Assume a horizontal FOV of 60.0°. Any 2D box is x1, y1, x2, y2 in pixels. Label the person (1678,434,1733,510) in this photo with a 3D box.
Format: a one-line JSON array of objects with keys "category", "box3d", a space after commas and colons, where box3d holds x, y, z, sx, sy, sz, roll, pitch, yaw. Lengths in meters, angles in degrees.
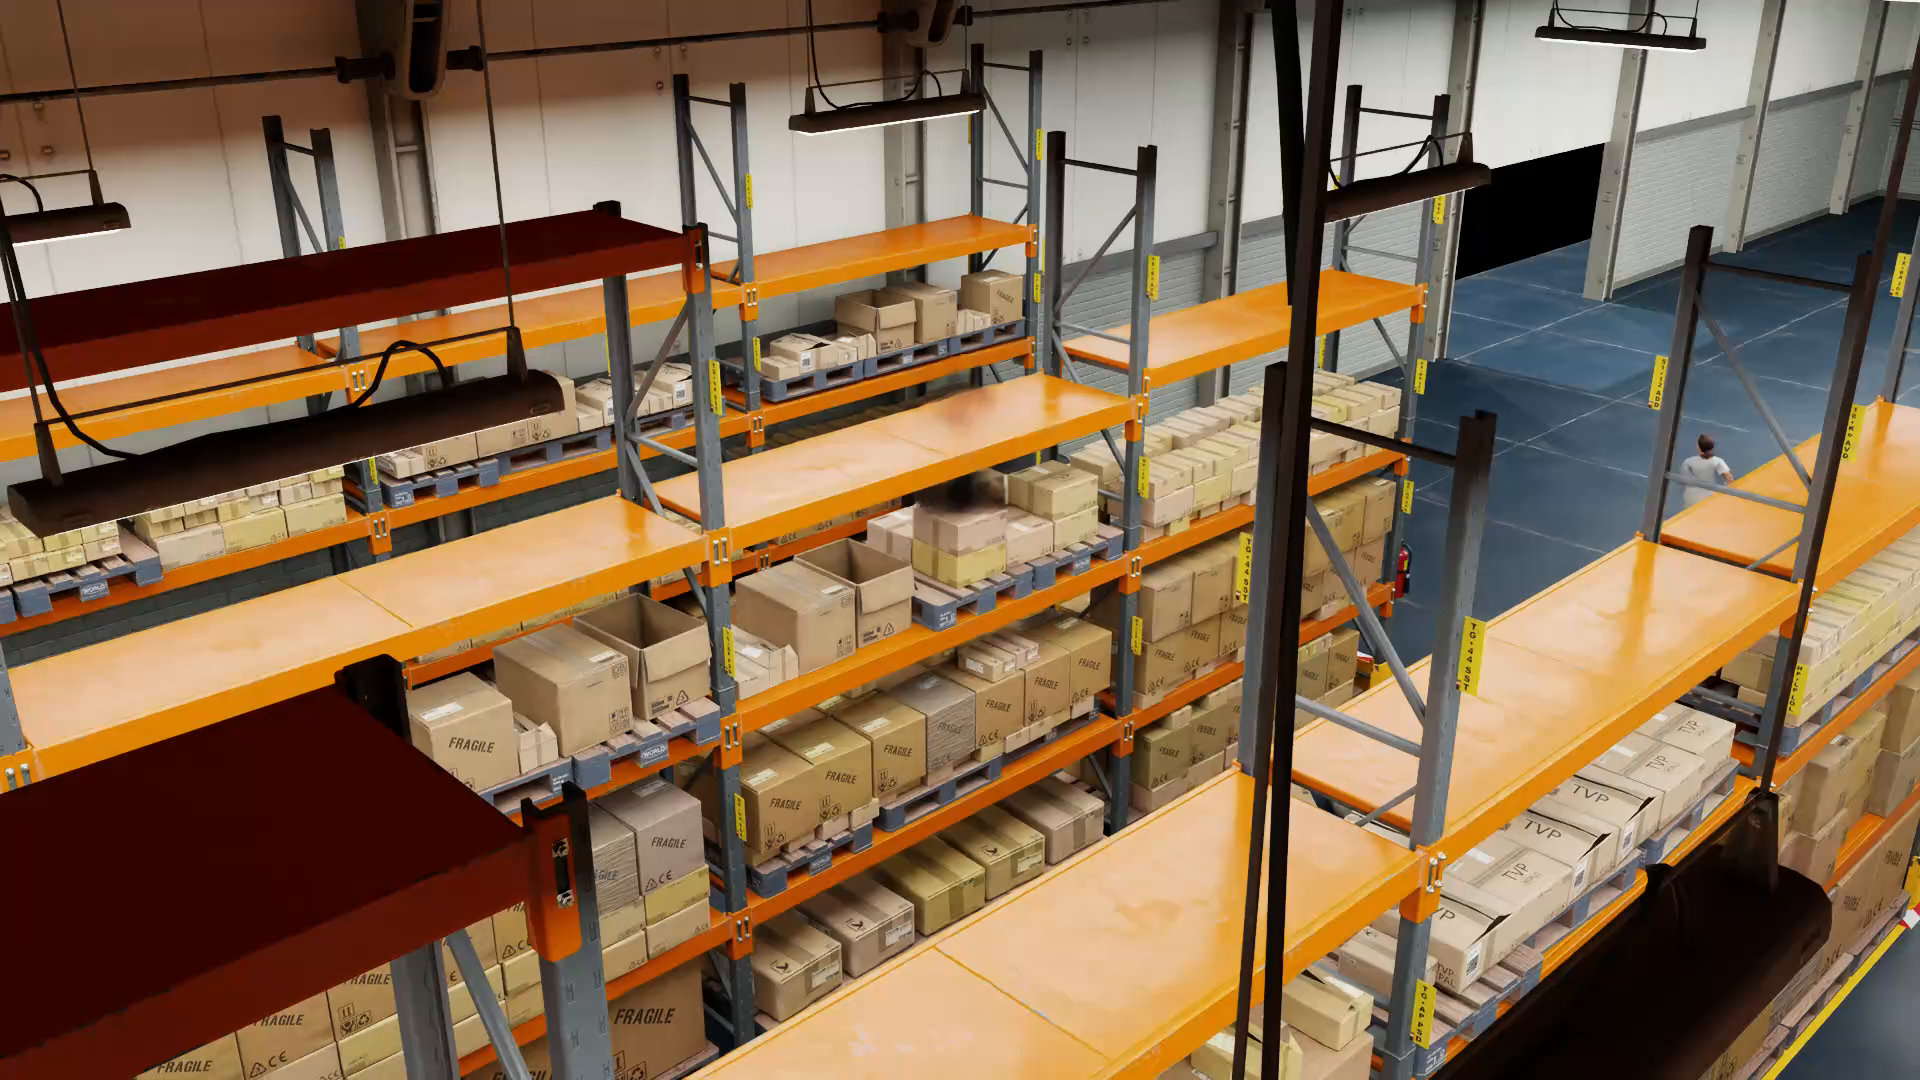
[{"category": "person", "box3d": [8.764, -0.451, 19.767, 0.527, 1.687, 0.787, -2, 23, -5]}]
